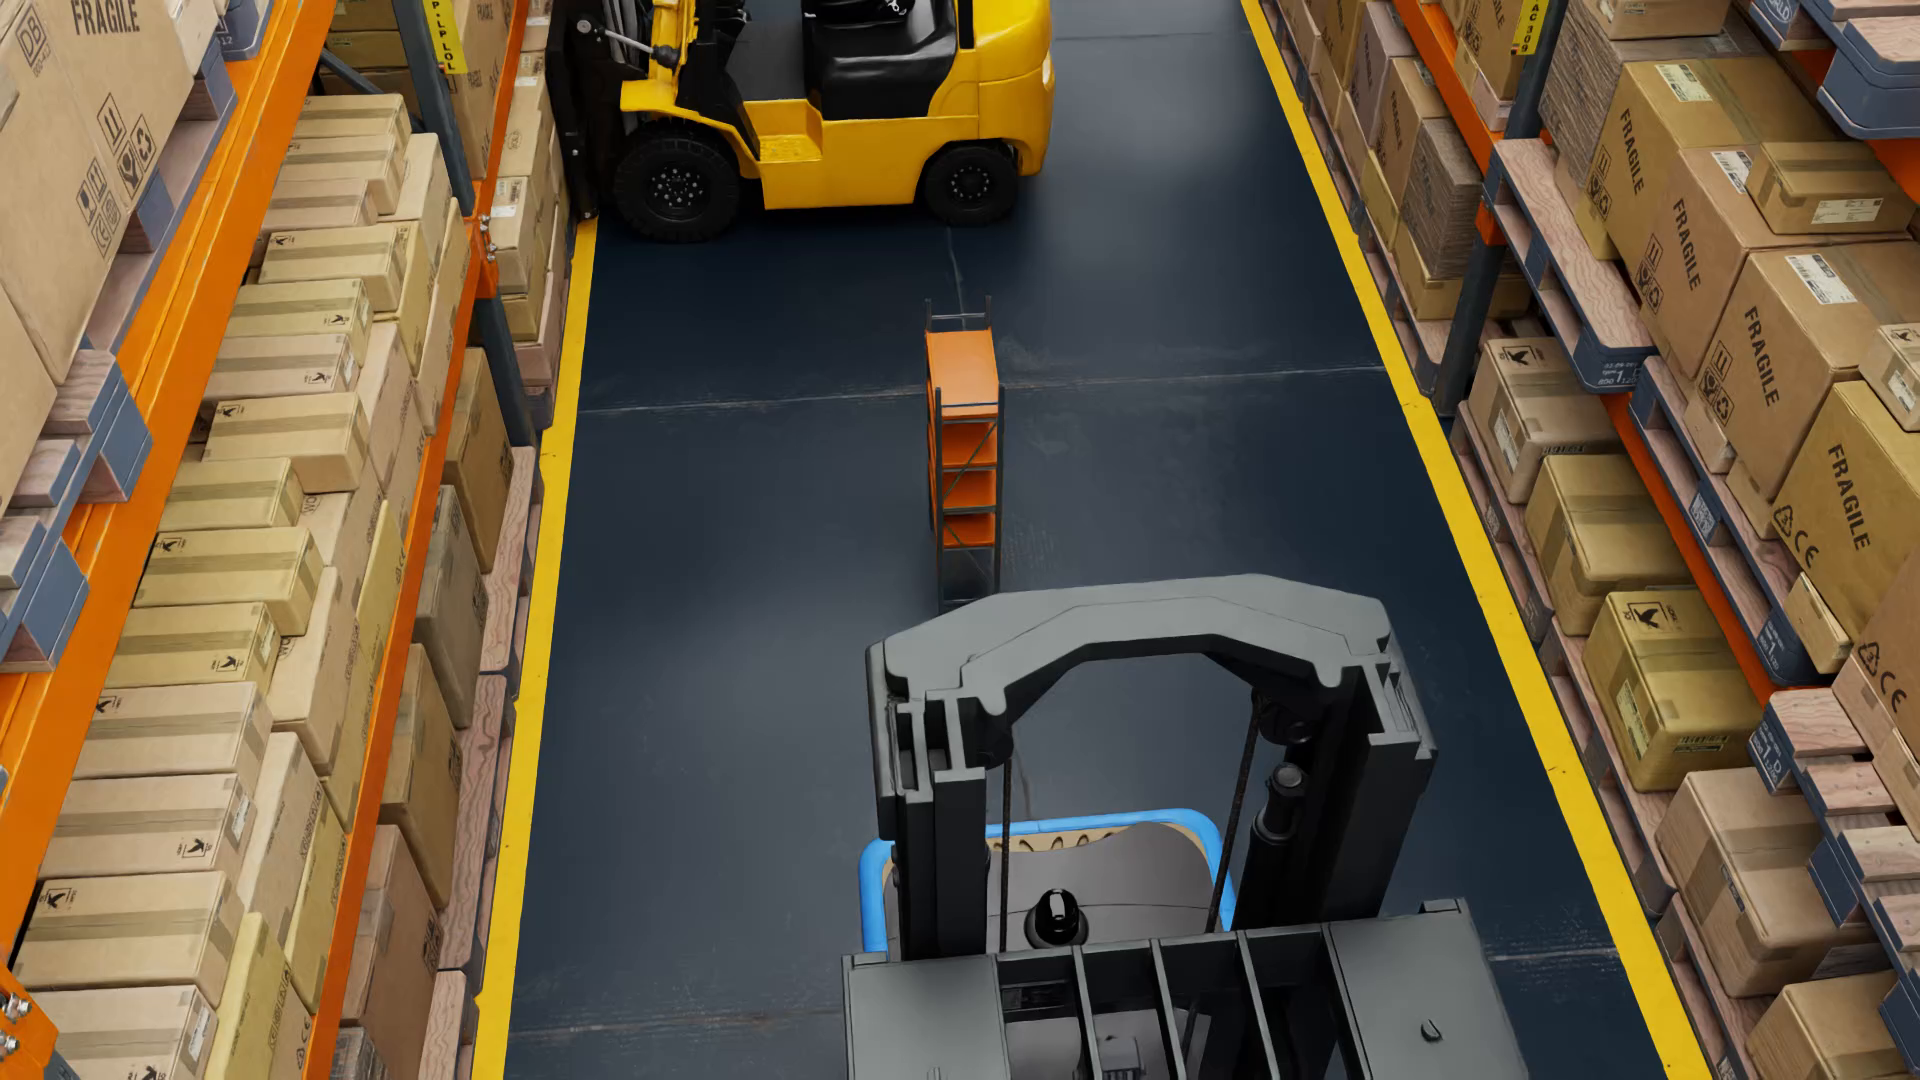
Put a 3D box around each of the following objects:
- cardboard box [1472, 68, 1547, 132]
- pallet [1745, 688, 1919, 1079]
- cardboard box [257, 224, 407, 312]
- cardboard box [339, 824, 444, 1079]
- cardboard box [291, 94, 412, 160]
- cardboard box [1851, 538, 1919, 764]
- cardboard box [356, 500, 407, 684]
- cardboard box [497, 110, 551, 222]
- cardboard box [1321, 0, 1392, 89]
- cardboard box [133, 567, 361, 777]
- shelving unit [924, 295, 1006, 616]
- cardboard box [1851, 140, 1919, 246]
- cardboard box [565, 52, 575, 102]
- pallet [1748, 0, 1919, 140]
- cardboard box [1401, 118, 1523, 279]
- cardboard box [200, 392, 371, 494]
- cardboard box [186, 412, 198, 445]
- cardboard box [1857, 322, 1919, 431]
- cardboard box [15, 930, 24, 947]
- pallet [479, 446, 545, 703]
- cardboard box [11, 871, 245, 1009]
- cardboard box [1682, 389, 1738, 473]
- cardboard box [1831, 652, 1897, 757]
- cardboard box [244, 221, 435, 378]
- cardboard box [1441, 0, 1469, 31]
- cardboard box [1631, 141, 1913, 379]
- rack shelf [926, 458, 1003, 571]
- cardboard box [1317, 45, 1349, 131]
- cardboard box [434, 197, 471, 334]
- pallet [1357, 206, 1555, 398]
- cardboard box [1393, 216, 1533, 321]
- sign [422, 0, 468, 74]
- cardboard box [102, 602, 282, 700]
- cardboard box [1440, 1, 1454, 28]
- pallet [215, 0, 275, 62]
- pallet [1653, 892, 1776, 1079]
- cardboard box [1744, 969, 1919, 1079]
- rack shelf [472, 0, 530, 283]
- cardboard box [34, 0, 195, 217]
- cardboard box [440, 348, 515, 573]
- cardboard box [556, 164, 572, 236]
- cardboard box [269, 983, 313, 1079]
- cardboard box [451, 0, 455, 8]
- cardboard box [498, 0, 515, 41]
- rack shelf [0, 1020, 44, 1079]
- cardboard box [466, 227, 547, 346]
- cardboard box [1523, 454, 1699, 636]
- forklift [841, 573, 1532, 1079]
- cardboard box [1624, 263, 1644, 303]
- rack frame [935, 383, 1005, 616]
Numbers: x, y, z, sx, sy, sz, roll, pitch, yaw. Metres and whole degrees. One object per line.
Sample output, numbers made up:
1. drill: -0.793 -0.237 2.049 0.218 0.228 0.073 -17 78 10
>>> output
1. cardboard box: 2.291 -1.777 6.677 0.380 0.149 0.250 -4 47 -4
2. pallet: 2.791 0.801 4.194 1.213 0.211 1.003 -3 47 -3
3. cardboard box: -1.913 -0.821 5.082 0.380 0.149 0.250 -5 47 -5
4. cardboard box: -2.091 1.297 4.939 0.875 0.625 0.625 -2 47 -2
5. cardboard box: -2.074 -1.369 5.601 0.380 0.149 0.250 -2 47 -2
6. cardboard box: 2.587 0.278 3.994 0.500 0.500 0.500 -4 47 -4
7. cardboard box: -1.912 0.153 4.779 0.500 0.250 0.500 -2 47 -2
8. cardboard box: -2.085 -1.627 7.278 0.500 0.250 0.500 -3 47 -3
9. cardboard box: 2.163 -2.641 8.410 0.500 0.500 0.500 -3 47 -3
10. cardboard box: -1.850 0.351 4.247 0.500 0.250 0.500 -5 47 -4
11. shelving unit: 0.014 -0.293 6.337 0.258 1.200 0.503 -3 47 -3
12. cardboard box: 2.969 -0.878 5.089 0.500 0.500 0.500 -2 47 -2
13. cardboard box: -2.173 -2.179 8.144 0.500 0.250 0.500 -4 47 -3
14. pallet: 2.657 -1.413 4.222 1.213 0.211 1.003 -3 47 -3
15. cardboard box: 2.305 -1.518 7.346 0.500 0.500 0.500 -4 47 -4
16. cardboard box: -1.839 -0.259 4.550 0.380 0.149 0.250 -5 47 -4
17. cardboard box: -2.474 -0.346 4.908 0.500 0.250 0.500 -5 47 -4
18. cardboard box: 2.538 -0.426 4.214 0.380 0.149 0.250 -6 47 -5
19. cardboard box: -2.349 0.751 3.869 0.500 0.250 0.500 -3 47 -3
20. pallet: -2.224 0.145 6.604 1.003 0.211 1.213 -3 47 -3
21. cardboard box: -1.746 0.850 3.500 0.380 0.149 0.250 -3 47 -2
22. cardboard box: 2.434 -0.344 5.030 0.380 0.149 0.250 -2 47 -2
23. cardboard box: 2.521 0.412 4.314 0.380 0.149 0.250 -5 47 -5
24. cardboard box: -1.978 -0.754 5.293 0.500 0.250 0.500 -5 47 -4
25. cardboard box: 2.287 -2.464 6.881 0.500 0.500 0.500 -2 47 -2
26. cardboard box: 2.445 -0.853 5.065 0.500 0.500 0.500 -4 47 -4
27. rack shelf: 0.014 -0.110 6.530 0.258 0.148 0.480 -3 47 -3
28. cardboard box: 2.172 -2.378 8.677 0.500 0.250 0.500 -1 47 -1
29. cardboard box: -2.021 -0.945 5.819 0.500 0.250 0.500 -3 47 -2
30. pallet: 2.530 -1.174 7.853 1.003 0.211 1.213 -3 47 -3
31. cardboard box: 2.304 -1.260 7.618 0.500 0.250 0.500 -2 47 -1
32. sign: -1.784 -1.756 5.741 0.100 0.325 0.005 -3 47 -3
33. cardboard box: -1.879 0.297 4.023 0.380 0.149 0.250 -3 47 -3
34. cardboard box: 2.312 -2.331 7.202 0.380 0.149 0.250 -4 47 -4
35. pallet: -2.238 -1.673 4.471 0.805 0.209 1.217 -5 47 -5
36. pallet: 2.893 1.638 5.190 1.003 0.211 1.213 -3 47 -3
37. cardboard box: 2.919 1.594 4.831 0.950 0.372 0.625 -6 47 -6
38. rack shelf: -2.492 -2.545 7.726 1.077 0.370 4.000 -3 47 -3
39. cardboard box: -1.892 -0.971 3.247 0.500 0.500 0.500 -2 47 -2
40. cardboard box: -2.269 -0.296 6.447 0.875 0.625 0.625 -2 47 -2
41. cardboard box: -2.151 -1.651 7.989 0.500 0.250 0.500 -3 47 -3
42. cardboard box: -1.783 1.265 3.726 0.500 0.250 0.500 -3 47 -3
43. cardboard box: -2.112 -2.036 6.234 0.380 0.149 0.250 -2 47 -2
44. cardboard box: -2.205 -2.458 7.080 0.500 0.500 0.500 -4 47 -4
45. rack shelf: -1.822 2.212 1.155 1.077 0.370 4.000 -3 47 -3
46. cardboard box: -2.057 -1.085 7.108 0.500 0.250 0.500 -4 47 -3
47. cardboard box: 2.732 0.009 6.333 0.950 0.372 0.625 -1 47 -1
48. forklift: 0.369 1.585 3.367 1.130 2.935 3.031 -4 47 -4
49. cardboard box: 2.465 -0.907 5.563 0.380 0.149 0.250 -1 47 -1
50. rack frame: 0.034 -0.116 6.170 0.240 1.200 0.015 -3 47 -3
